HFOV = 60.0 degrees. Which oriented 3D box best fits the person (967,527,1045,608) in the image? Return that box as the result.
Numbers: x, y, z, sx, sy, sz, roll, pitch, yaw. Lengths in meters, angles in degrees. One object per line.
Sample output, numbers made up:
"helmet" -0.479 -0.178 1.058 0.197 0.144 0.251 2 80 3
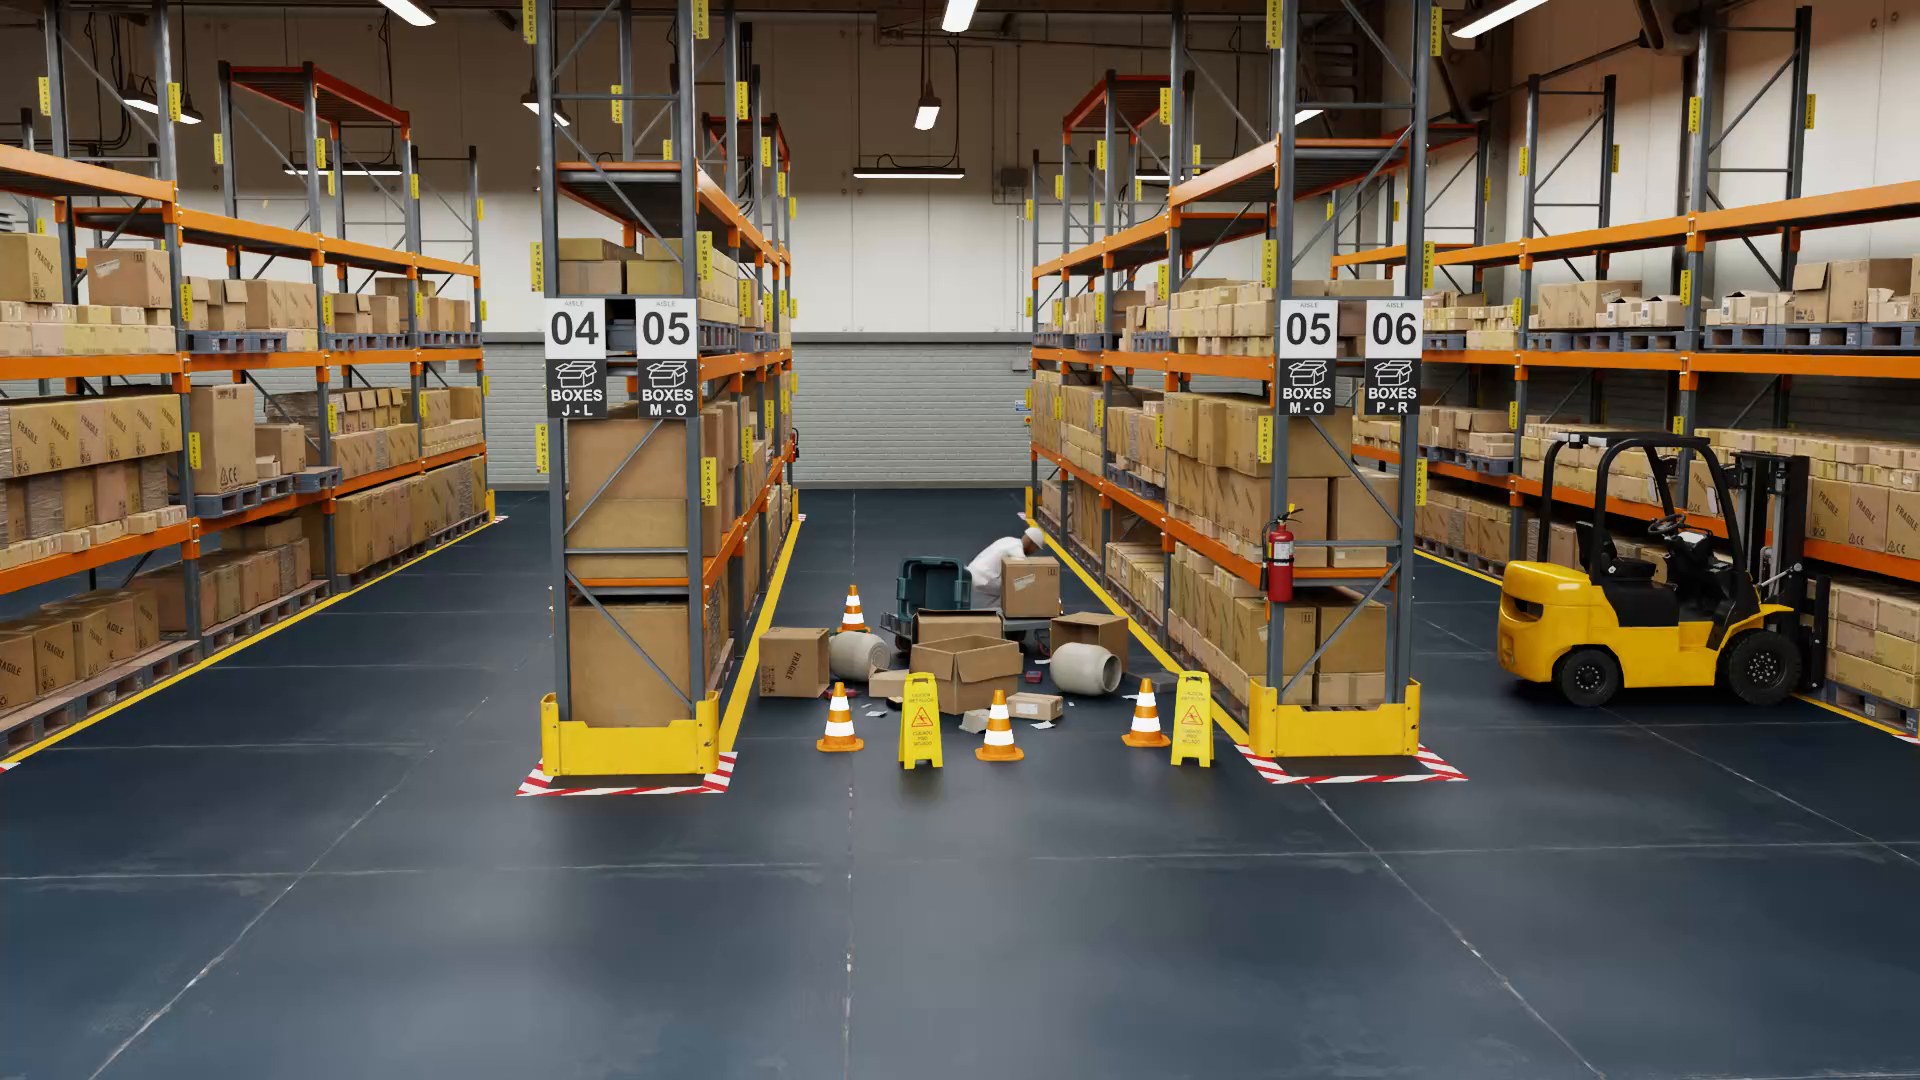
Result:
"person" 0.491 0.365 17.359 0.900 0.997 0.585 0 7 -4
